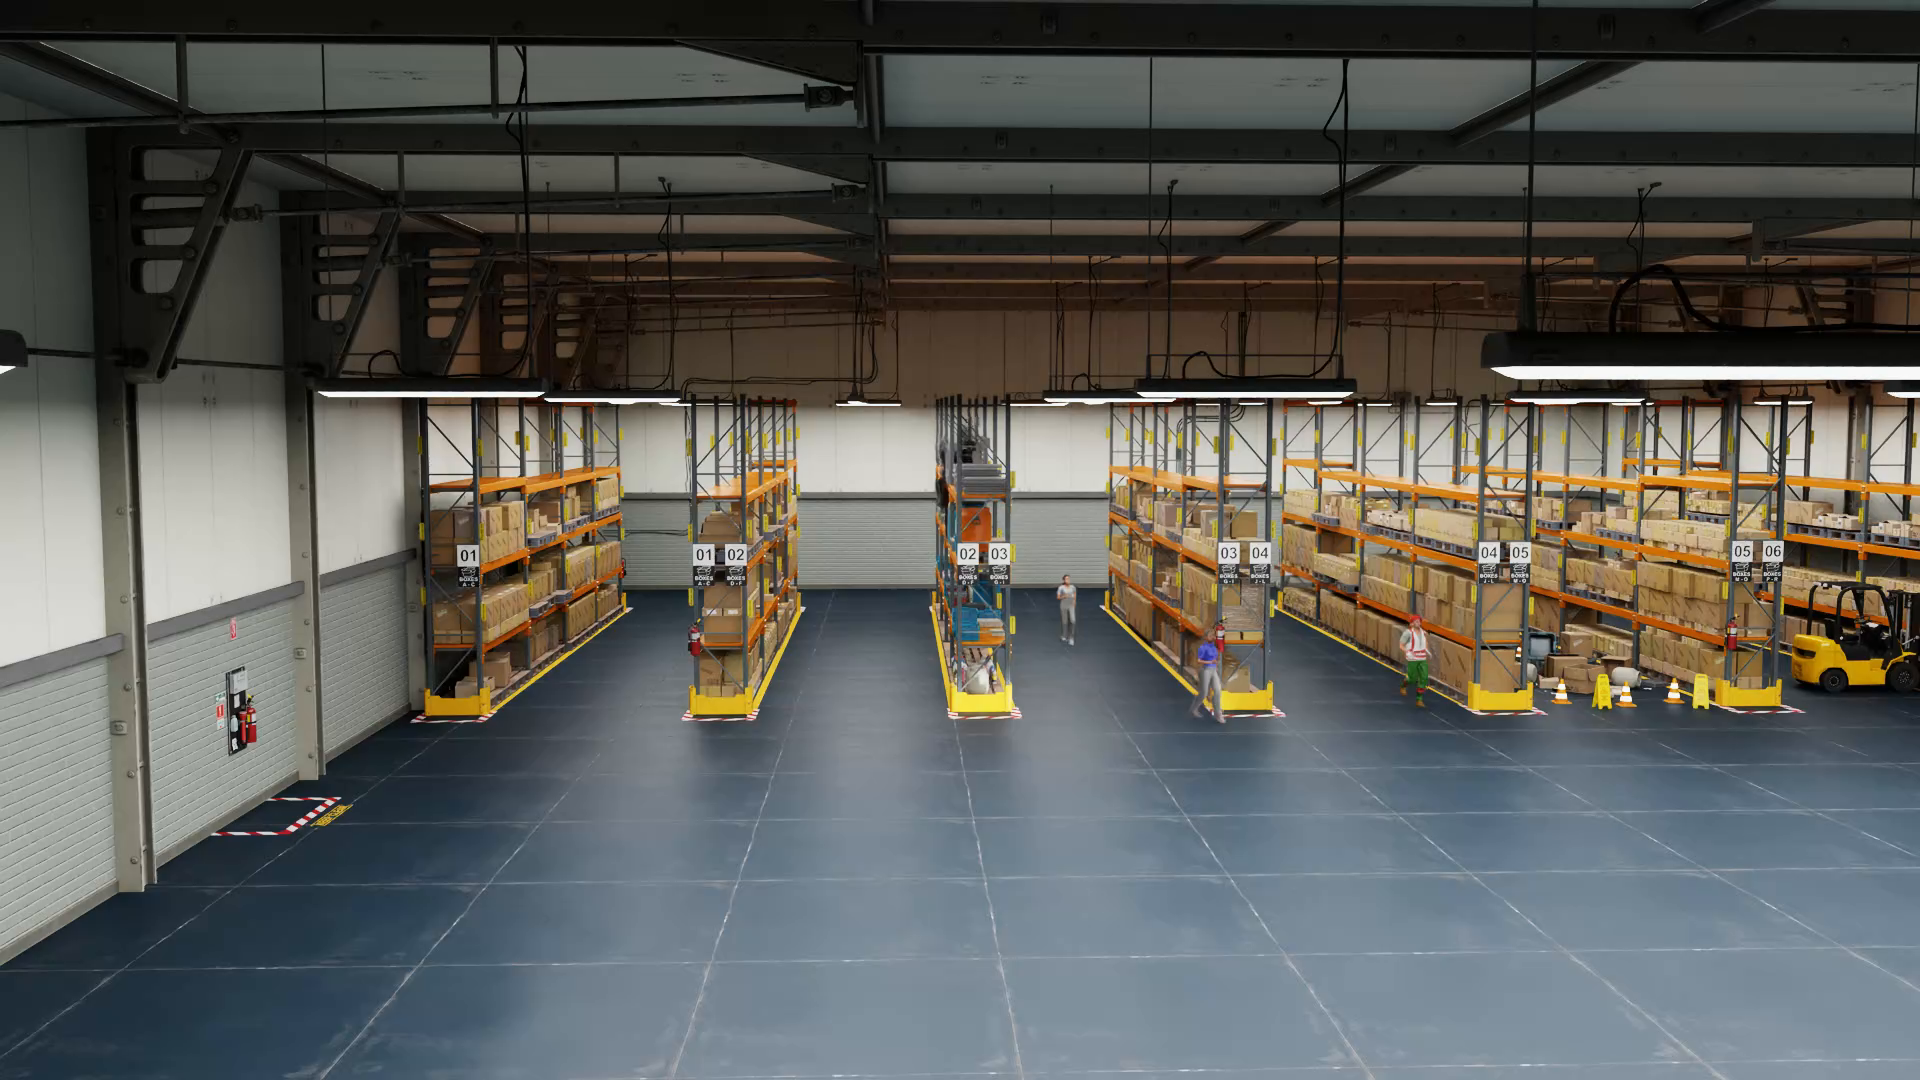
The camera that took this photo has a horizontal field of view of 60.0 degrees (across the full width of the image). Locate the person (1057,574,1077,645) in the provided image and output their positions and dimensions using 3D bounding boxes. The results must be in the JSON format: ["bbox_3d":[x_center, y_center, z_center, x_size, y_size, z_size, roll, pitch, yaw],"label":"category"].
[{"bbox_3d":[2.616,1.694,40.574,0.546,1.717,0.720,-1,5,-9],"label":"person"}]

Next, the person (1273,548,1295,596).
[{"bbox_3d":[9.549,1.017,48.780,0.716,1.714,0.708,0,5,-3],"label":"person"}]

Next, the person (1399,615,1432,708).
[{"bbox_3d":[8.807,2.317,32.200,0.670,1.766,0.804,-1,5,-16],"label":"person"}]

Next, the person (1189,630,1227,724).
[{"bbox_3d":[4.554,2.499,30.523,0.584,1.677,0.778,-4,6,-41],"label":"person"}]

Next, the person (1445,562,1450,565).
[{"bbox_3d":[14.541,1.013,49.337,0.734,1.707,0.710,2,5,24],"label":"person"}]
